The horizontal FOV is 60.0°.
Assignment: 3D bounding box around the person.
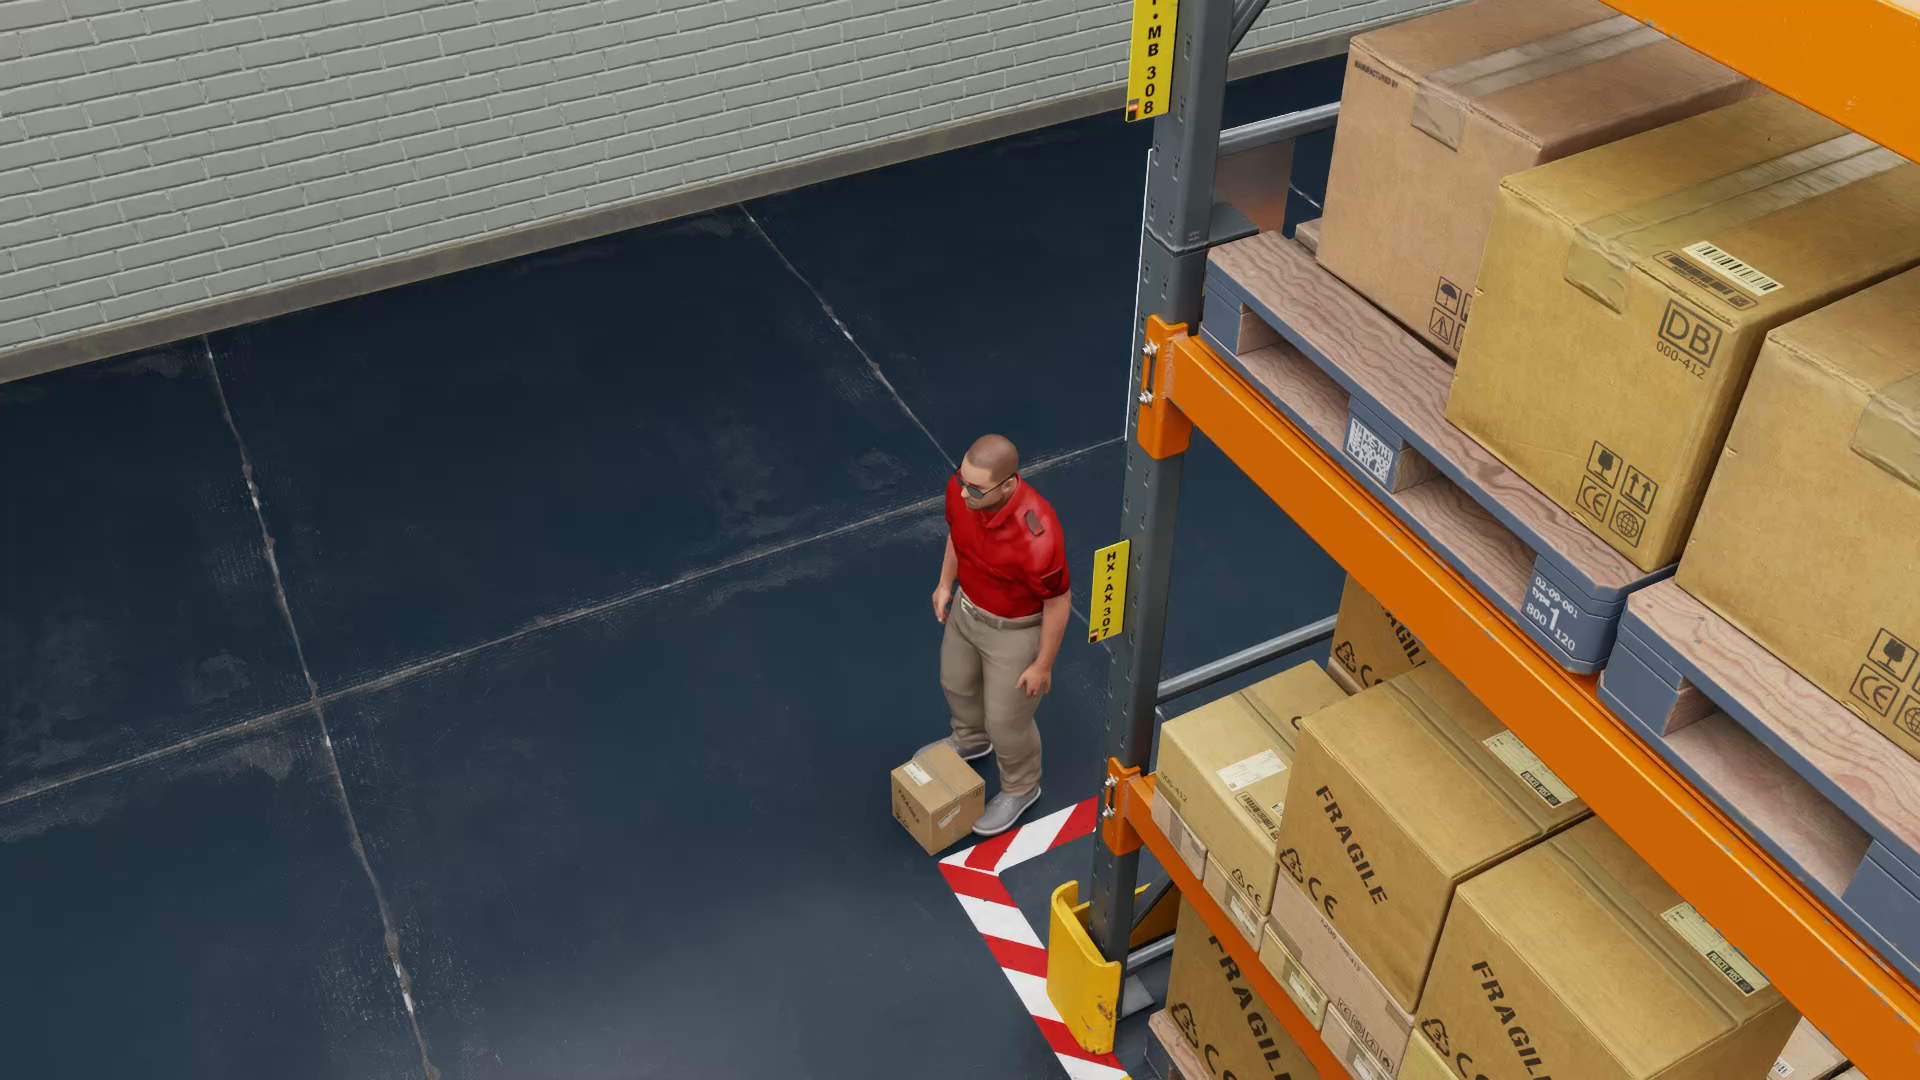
[{"bbox_3d":[0.122,0.299,5.826,0.396,1.726,0.606,-27,48,-28],"label":"person"}]
